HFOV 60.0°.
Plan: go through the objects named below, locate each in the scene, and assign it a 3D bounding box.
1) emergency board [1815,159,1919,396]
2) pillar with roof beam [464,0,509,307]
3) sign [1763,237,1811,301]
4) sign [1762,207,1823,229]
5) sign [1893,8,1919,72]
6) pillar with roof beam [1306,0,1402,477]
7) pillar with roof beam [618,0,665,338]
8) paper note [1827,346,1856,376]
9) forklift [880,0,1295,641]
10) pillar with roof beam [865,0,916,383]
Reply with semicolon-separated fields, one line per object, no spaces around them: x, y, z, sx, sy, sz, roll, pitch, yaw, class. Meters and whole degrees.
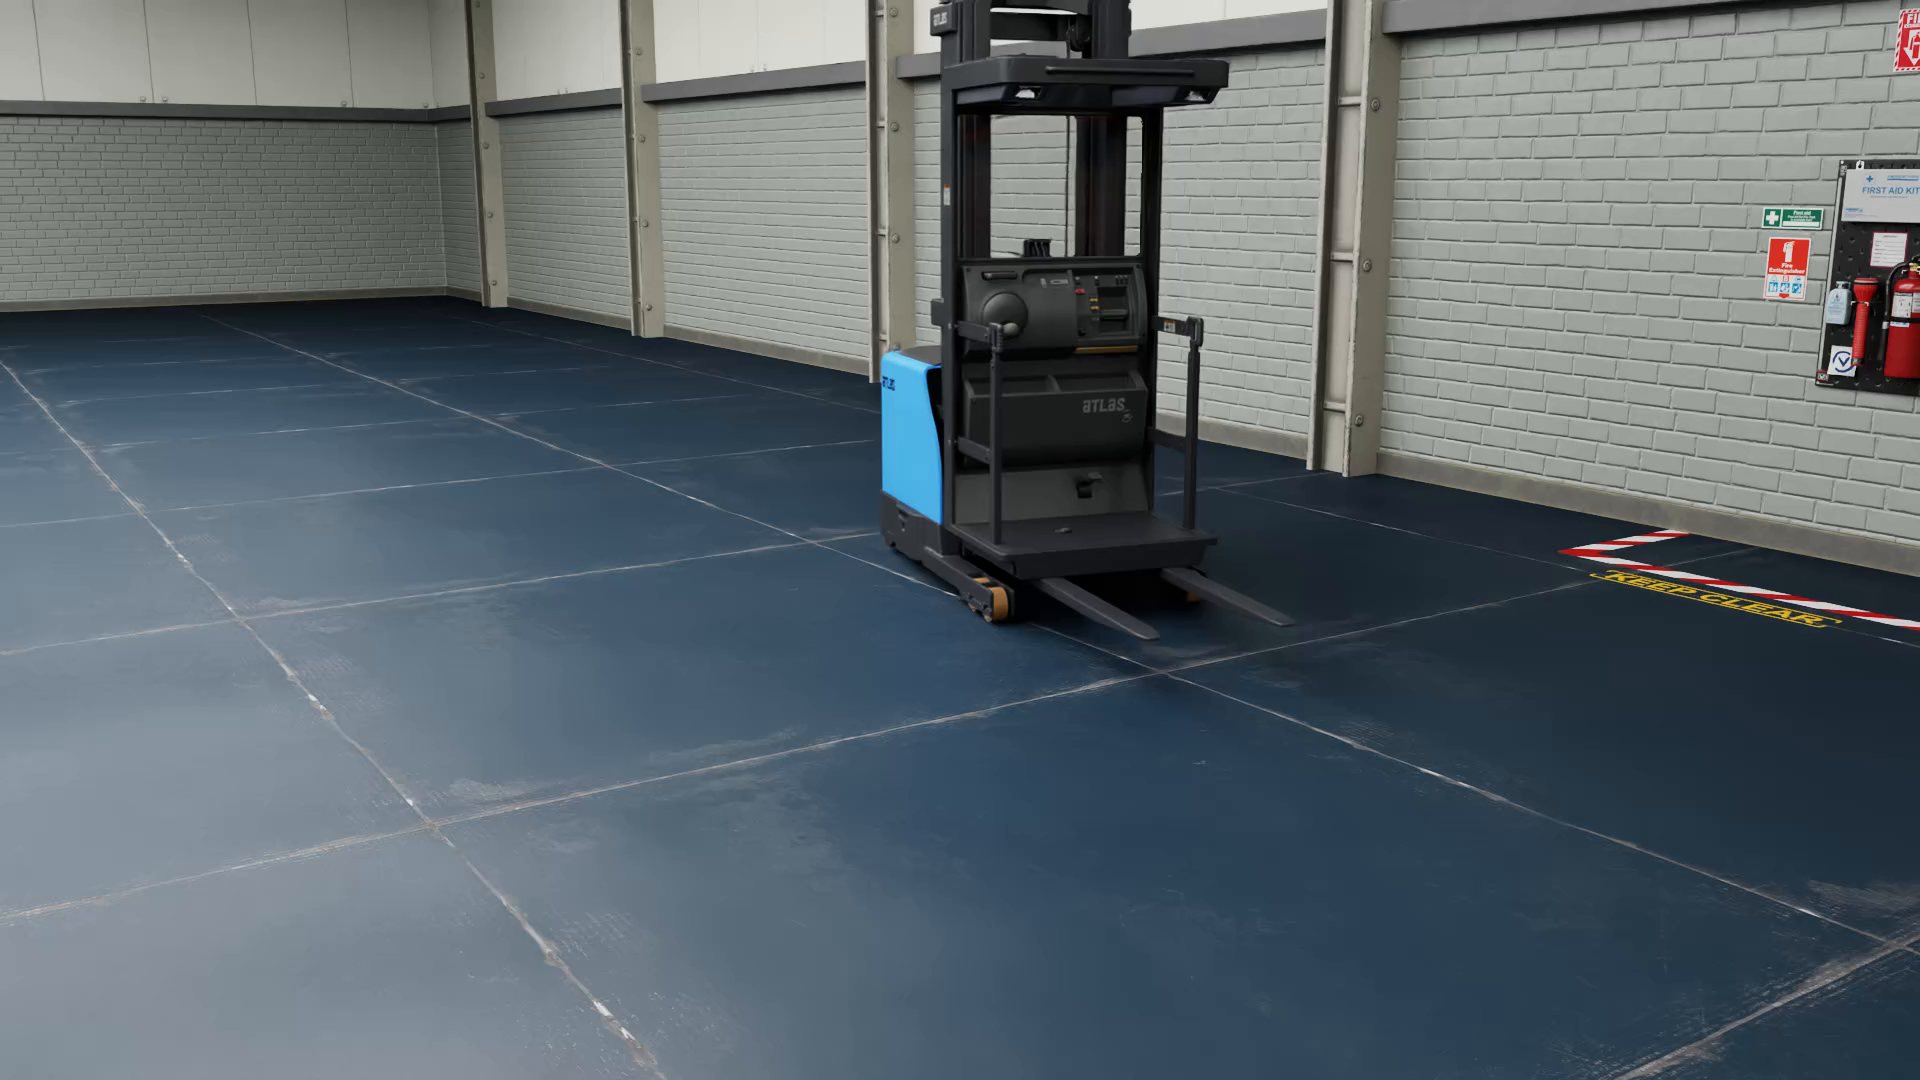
4.645;-1.324;8.397;0.194;1.169;0.643;-8;15;-33;emergency board
-10.898;-7.570;22.914;9.100;9.000;0.400;-8;15;-33;pillar with roof beam
4.425;-1.452;8.898;0.001;0.329;0.234;-8;15;-33;sign
4.420;-1.709;8.833;0.001;0.109;0.331;-8;15;-33;sign
4.724;-2.470;8.210;0.001;0.298;0.199;-8;15;-33;sign
-0.925;-4.369;8.275;9.100;9.000;0.400;-8;15;-33;pillar with roof beam
-7.574;-6.503;18.034;9.100;9.000;0.400;-8;15;-33;pillar with roof beam
4.605;-0.934;8.672;0.016;0.148;0.142;-8;15;-33;paper note
0.536;-1.152;7.770;1.130;2.935;3.031;-4;13;-19;forklift
-4.250;-5.436;13.154;9.100;9.000;0.400;-8;15;-33;pillar with roof beam
